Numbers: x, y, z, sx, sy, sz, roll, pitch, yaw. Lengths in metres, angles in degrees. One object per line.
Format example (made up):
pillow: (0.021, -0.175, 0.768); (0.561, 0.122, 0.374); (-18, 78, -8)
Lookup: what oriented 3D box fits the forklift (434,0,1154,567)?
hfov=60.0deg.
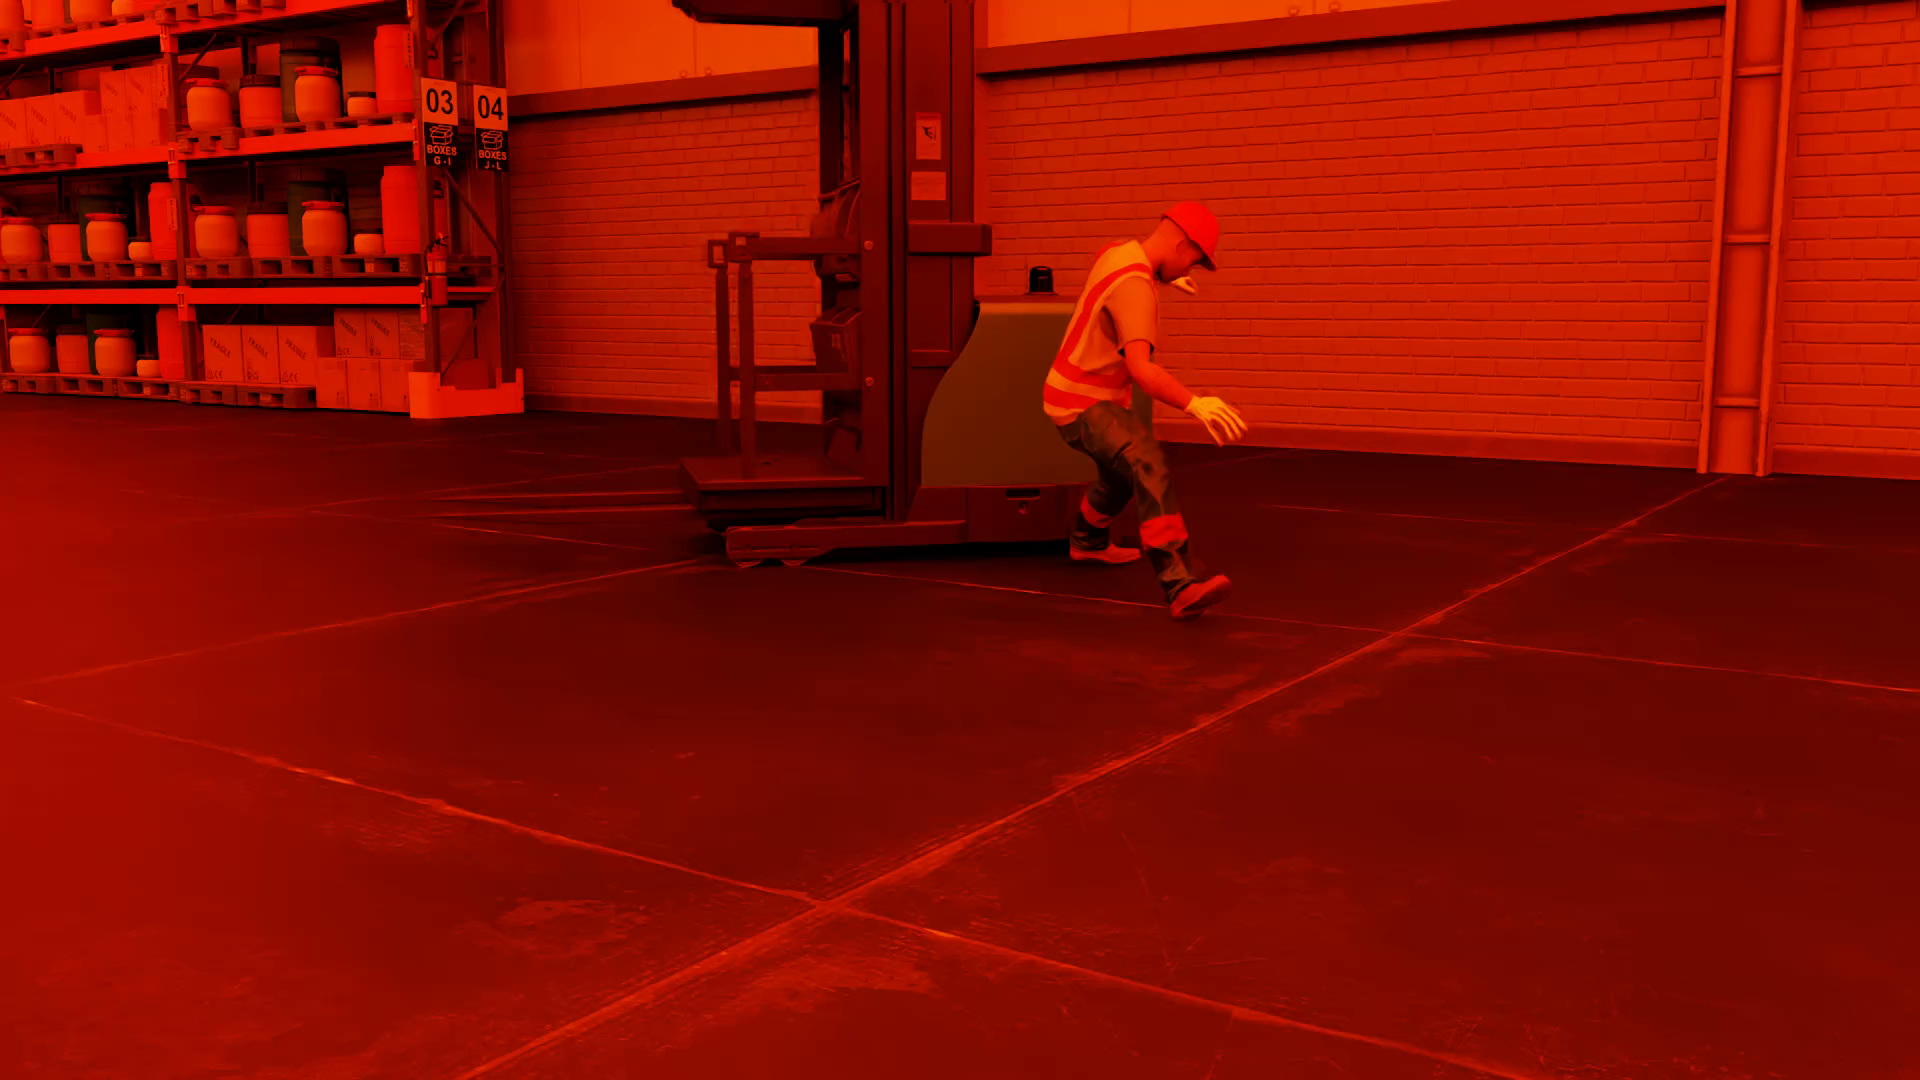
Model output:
forklift: (-0.721, -1.420, 7.181); (3.031, 2.935, 1.130); (-2, 8, -13)

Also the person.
person: (0.697, -0.505, 6.120); (0.804, 1.439, 1.381); (2, 8, 14)
